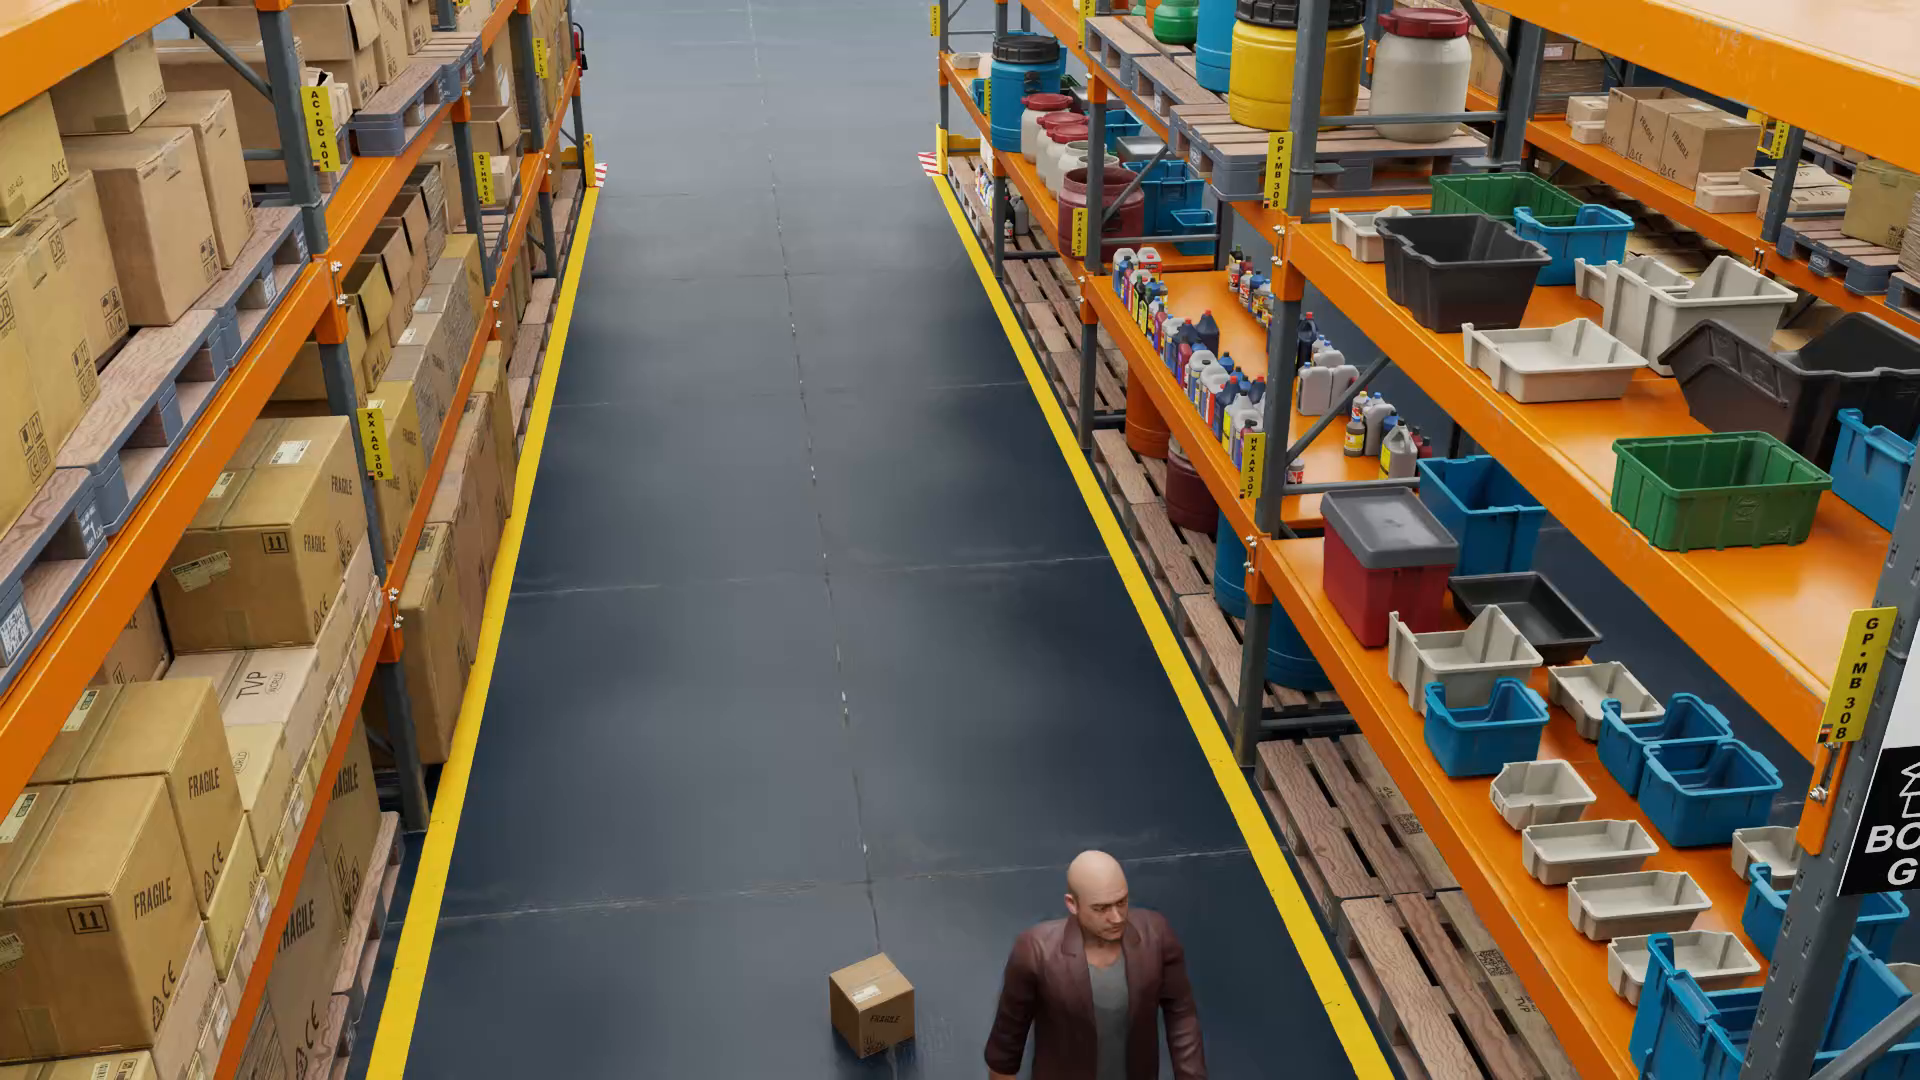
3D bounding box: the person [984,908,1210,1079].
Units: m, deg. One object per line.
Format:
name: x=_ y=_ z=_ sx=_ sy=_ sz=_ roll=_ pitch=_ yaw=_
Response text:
person: x=0.440 y=1.553 z=5.159 sx=0.619 sy=0.950 sz=0.530 roll=-8 pitch=28 yaw=-16
